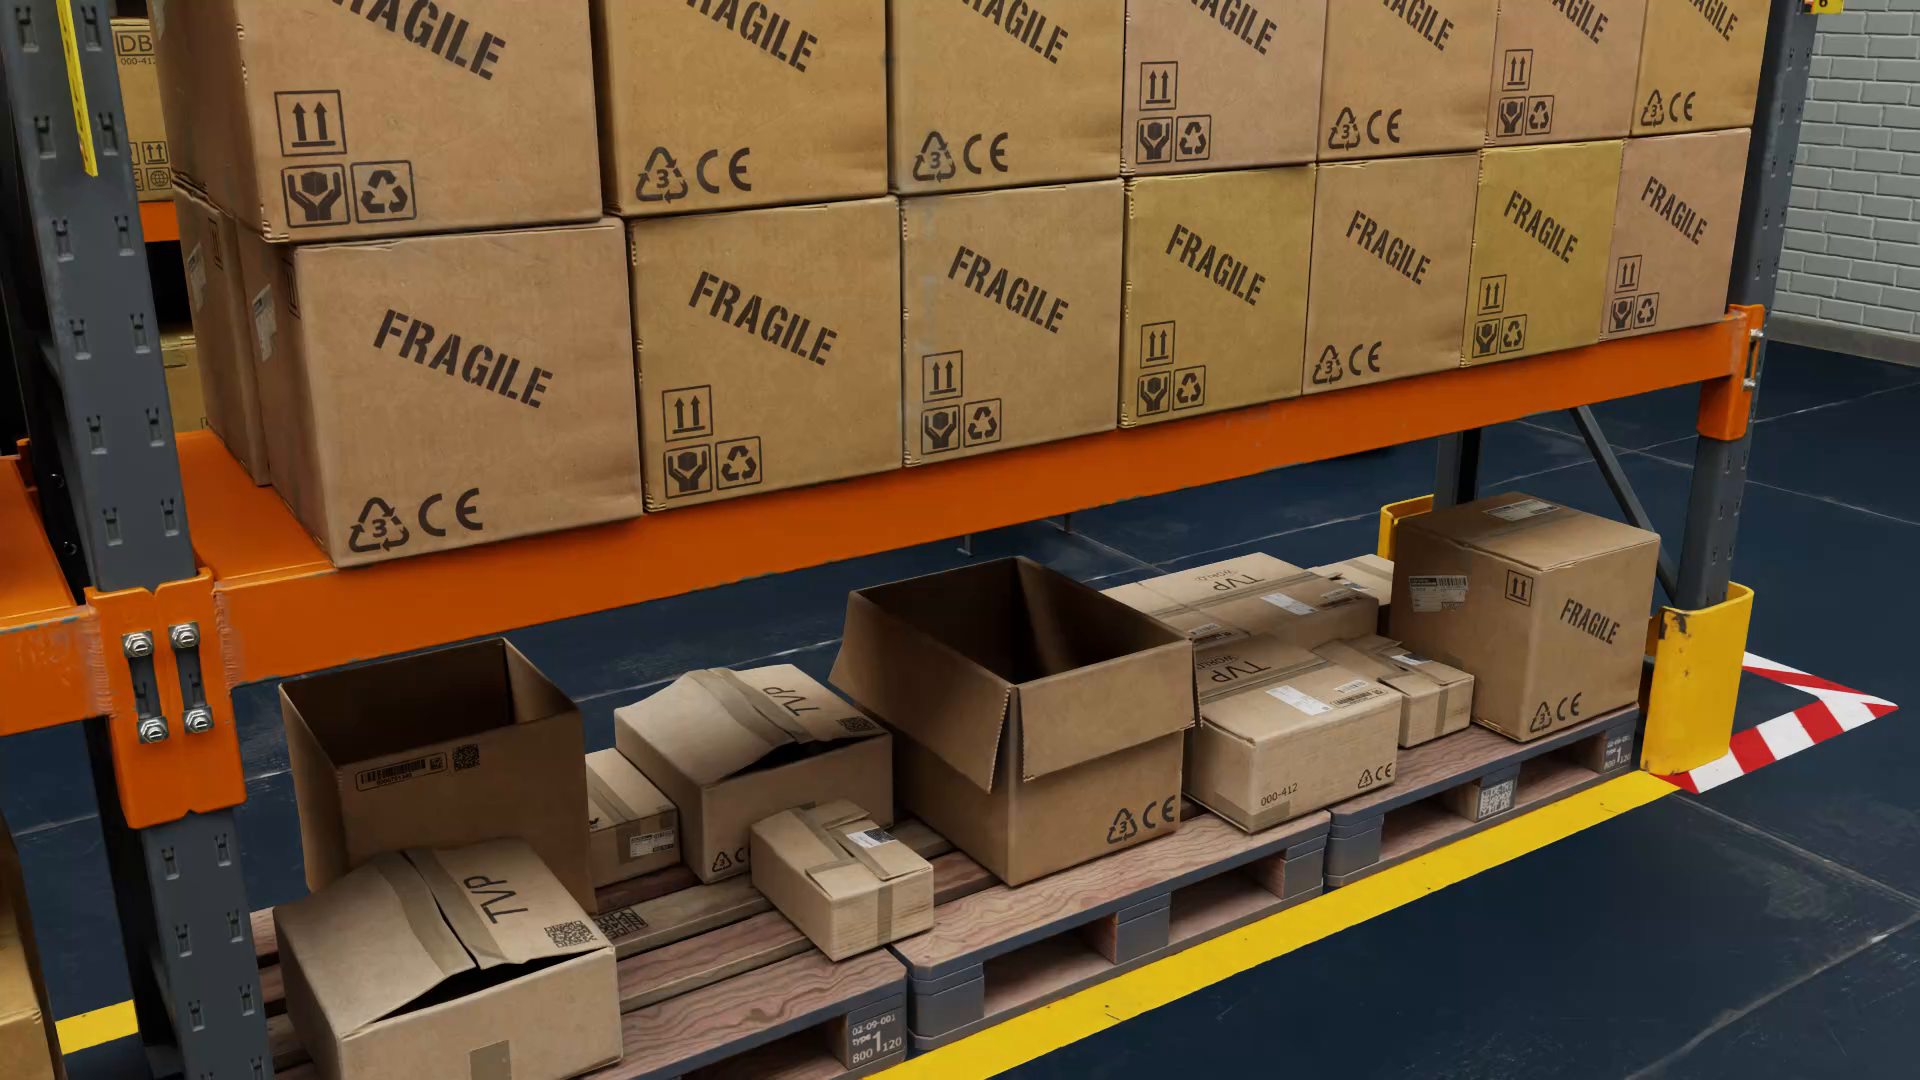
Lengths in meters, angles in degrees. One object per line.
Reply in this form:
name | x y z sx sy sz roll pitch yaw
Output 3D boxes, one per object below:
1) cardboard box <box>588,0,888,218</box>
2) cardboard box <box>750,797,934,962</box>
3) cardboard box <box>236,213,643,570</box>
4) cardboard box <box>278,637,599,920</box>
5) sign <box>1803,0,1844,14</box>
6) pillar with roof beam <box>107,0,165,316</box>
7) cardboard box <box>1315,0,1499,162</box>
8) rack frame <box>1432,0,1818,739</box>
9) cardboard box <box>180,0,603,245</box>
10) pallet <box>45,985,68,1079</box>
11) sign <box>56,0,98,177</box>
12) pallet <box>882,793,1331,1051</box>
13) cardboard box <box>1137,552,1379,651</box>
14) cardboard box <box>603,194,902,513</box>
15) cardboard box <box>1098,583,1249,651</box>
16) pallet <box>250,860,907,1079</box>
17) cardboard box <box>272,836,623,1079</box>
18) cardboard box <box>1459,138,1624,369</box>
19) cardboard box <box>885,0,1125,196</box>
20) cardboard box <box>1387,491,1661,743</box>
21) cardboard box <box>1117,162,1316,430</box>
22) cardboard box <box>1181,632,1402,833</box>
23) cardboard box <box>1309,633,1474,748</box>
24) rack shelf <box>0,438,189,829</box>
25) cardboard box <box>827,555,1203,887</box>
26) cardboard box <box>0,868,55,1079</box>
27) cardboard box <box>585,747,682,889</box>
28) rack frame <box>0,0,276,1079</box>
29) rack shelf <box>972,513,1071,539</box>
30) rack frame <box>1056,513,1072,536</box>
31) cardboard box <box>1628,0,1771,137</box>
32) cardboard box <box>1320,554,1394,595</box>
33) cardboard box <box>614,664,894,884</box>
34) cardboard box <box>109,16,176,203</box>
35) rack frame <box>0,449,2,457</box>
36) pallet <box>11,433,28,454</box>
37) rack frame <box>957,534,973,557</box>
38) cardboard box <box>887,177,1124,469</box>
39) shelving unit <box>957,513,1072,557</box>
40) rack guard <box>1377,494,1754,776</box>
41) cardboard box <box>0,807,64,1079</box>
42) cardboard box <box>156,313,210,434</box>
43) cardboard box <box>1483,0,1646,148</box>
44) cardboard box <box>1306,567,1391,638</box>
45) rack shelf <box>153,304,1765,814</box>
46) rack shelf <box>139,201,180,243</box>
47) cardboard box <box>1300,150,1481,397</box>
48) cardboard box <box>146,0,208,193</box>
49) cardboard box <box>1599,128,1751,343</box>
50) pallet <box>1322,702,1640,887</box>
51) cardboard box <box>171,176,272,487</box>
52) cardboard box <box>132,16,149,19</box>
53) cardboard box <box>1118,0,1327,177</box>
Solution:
cardboard box | -0.470 -0.854 2.869 0.500 0.500 0.500 -13 22 -33
cardboard box | -0.263 0.729 3.643 0.250 0.166 0.380 -12 22 -31
cardboard box | -0.873 -0.298 2.787 0.500 0.500 0.500 -11 22 -30
cardboard box | -1.129 0.566 3.605 0.500 0.500 0.500 -12 22 -31
sign | 2.180 -1.485 4.152 0.005 0.325 0.100 -12 22 -31
pillar with roof beam | -1.700 -3.604 3.353 0.400 9.000 9.100 -12 22 -31
cardboard box | 0.819 -1.126 3.674 0.500 0.500 0.500 -11 22 -30
rack frame | 1.892 -0.939 4.837 0.127 3.000 1.000 -12 22 -31
cardboard box | -0.901 -0.763 2.600 0.500 0.500 0.500 -11 22 -30
pallet | -2.108 1.240 2.746 1.213 0.211 1.003 -12 22 -31
sign | -1.141 -0.635 2.131 0.005 0.325 0.100 -12 22 -31
pallet | 0.145 0.750 4.197 1.213 0.211 1.003 -12 22 -31
cardboard box | 0.864 0.264 4.888 0.500 0.250 0.500 -12 22 -31
cardboard box | -0.448 -0.389 3.057 0.500 0.500 0.500 -11 22 -30
cardboard box | 0.446 0.352 4.627 0.500 0.250 0.500 -12 22 -31
pallet | -0.875 0.966 3.557 1.213 0.211 1.003 -12 22 -31
cardboard box | -0.979 0.815 3.161 0.500 0.311 0.500 -12 22 -31
cardboard box | 1.236 -0.742 4.100 0.500 0.500 0.500 -12 22 -31
cardboard box | -0.040 -0.944 3.137 0.500 0.500 0.500 -13 22 -33
cardboard box | 1.573 0.199 4.689 0.500 0.500 0.500 -12 22 -31
cardboard box | 0.395 -0.567 3.582 0.500 0.500 0.500 -12 22 -32
cardboard box | 0.763 0.477 4.258 0.500 0.250 0.500 -12 22 -31
cardboard box | 1.185 0.404 4.603 0.250 0.166 0.380 -12 22 -31
rack shelf | -3.119 0.459 1.827 4.000 0.370 1.077 -12 22 -31
cardboard box | 0.117 0.408 4.066 0.637 0.503 0.797 -12 22 -31
cardboard box | -1.704 0.905 2.599 0.500 0.500 0.500 -12 22 -32
cardboard box | -0.849 0.650 3.904 0.250 0.149 0.380 -12 22 -31
rack frame | -1.449 -0.234 2.753 0.127 3.000 1.000 -12 22 -31
rack shelf | 0.138 -0.348 6.723 0.480 0.518 0.431 -12 22 -31
rack frame | 0.342 -1.067 6.622 0.015 2.100 0.400 -12 22 -31
cardboard box | 1.671 -1.308 4.212 0.500 0.500 0.500 -12 22 -32
cardboard box | 1.353 0.185 5.277 0.250 0.149 0.380 -12 22 -31
cardboard box | -0.503 0.523 4.026 0.500 0.311 0.500 -12 22 -31
cardboard box | -3.715 -1.792 6.892 0.700 0.700 0.980 -12 22 -31
rack frame | -4.177 -1.558 6.671 0.127 3.000 1.000 -12 22 -31
pallet | -3.498 -0.350 7.452 1.213 0.211 1.003 -12 22 -31
rack frame | -0.066 -0.981 6.368 0.015 2.100 0.400 -12 22 -31
cardboard box | -0.029 -0.477 3.315 0.500 0.500 0.500 -12 22 -32
shelving unit | 0.138 -1.024 6.495 0.503 2.100 0.431 -12 22 -31
rack guard | 1.828 0.259 5.198 0.348 0.500 1.175 -12 22 -31
cardboard box | -1.987 0.762 3.024 0.500 0.500 0.500 -13 23 -34
cardboard box | -3.496 -0.677 7.312 0.500 0.500 0.700 -12 22 -31
cardboard box | 1.250 -1.218 3.948 0.500 0.500 0.500 -11 22 -30
cardboard box | 1.144 0.221 5.144 0.250 0.166 0.380 -12 22 -31
rack shelf | 0.221 -0.245 3.911 4.000 0.370 1.077 -12 22 -31
rack shelf | -2.506 -1.570 7.828 4.000 0.370 1.077 -12 22 -31
cardboard box | 0.816 -0.655 3.844 0.500 0.500 0.500 -12 22 -31
cardboard box | -1.169 -0.913 3.045 0.500 0.500 0.500 -12 22 -31
cardboard box | 1.667 -0.834 4.373 0.500 0.500 0.500 -11 22 -30
pallet | 1.163 0.537 4.828 1.213 0.211 1.003 -12 22 -31
cardboard box | -1.173 -0.438 3.201 0.500 0.500 0.500 -11 22 -31
cardboard box | -3.102 -1.919 7.268 0.700 0.700 0.980 -13 22 -33
cardboard box | 0.390 -1.035 3.407 0.500 0.500 0.500 -11 22 -30
